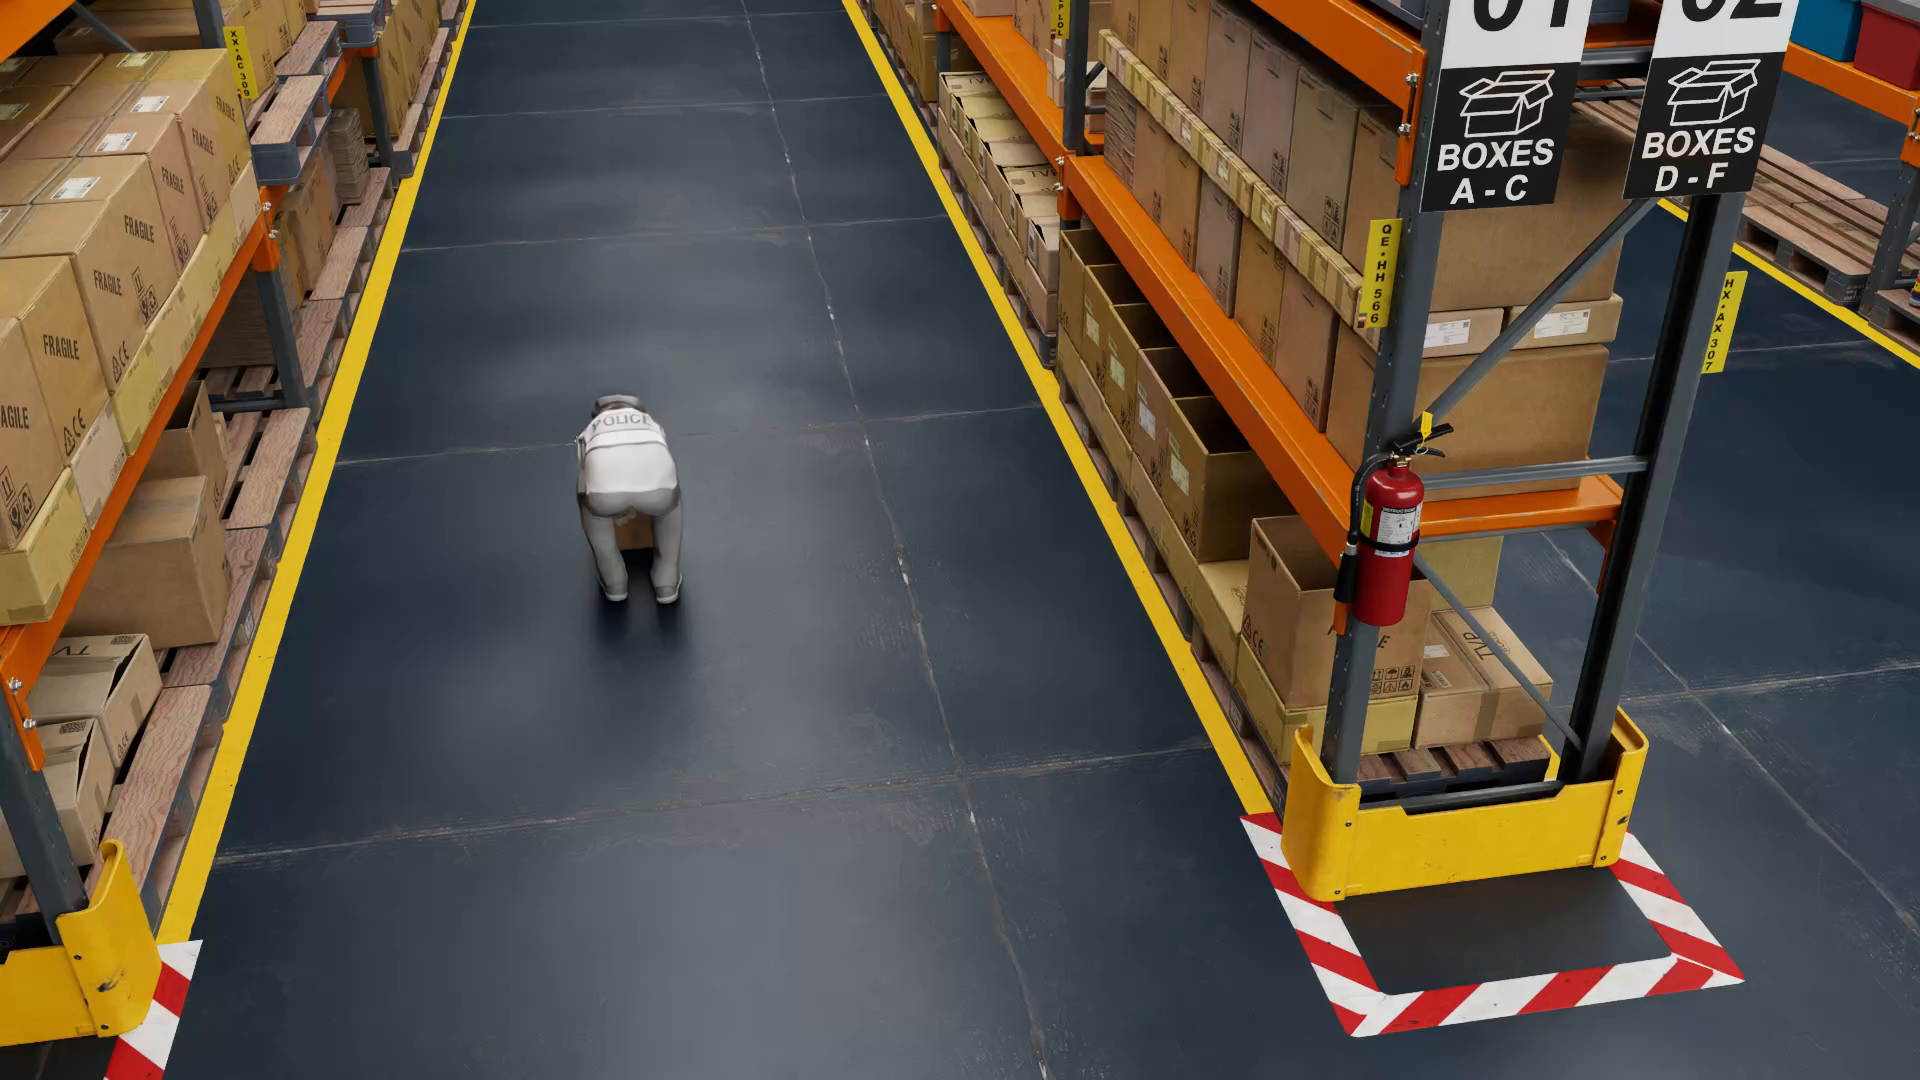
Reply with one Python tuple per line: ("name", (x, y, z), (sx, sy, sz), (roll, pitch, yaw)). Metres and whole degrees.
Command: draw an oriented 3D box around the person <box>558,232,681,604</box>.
("person", (-1.445, -0.487, 7.059), (0.411, 1.558, 0.648), (-6, 31, -10))
